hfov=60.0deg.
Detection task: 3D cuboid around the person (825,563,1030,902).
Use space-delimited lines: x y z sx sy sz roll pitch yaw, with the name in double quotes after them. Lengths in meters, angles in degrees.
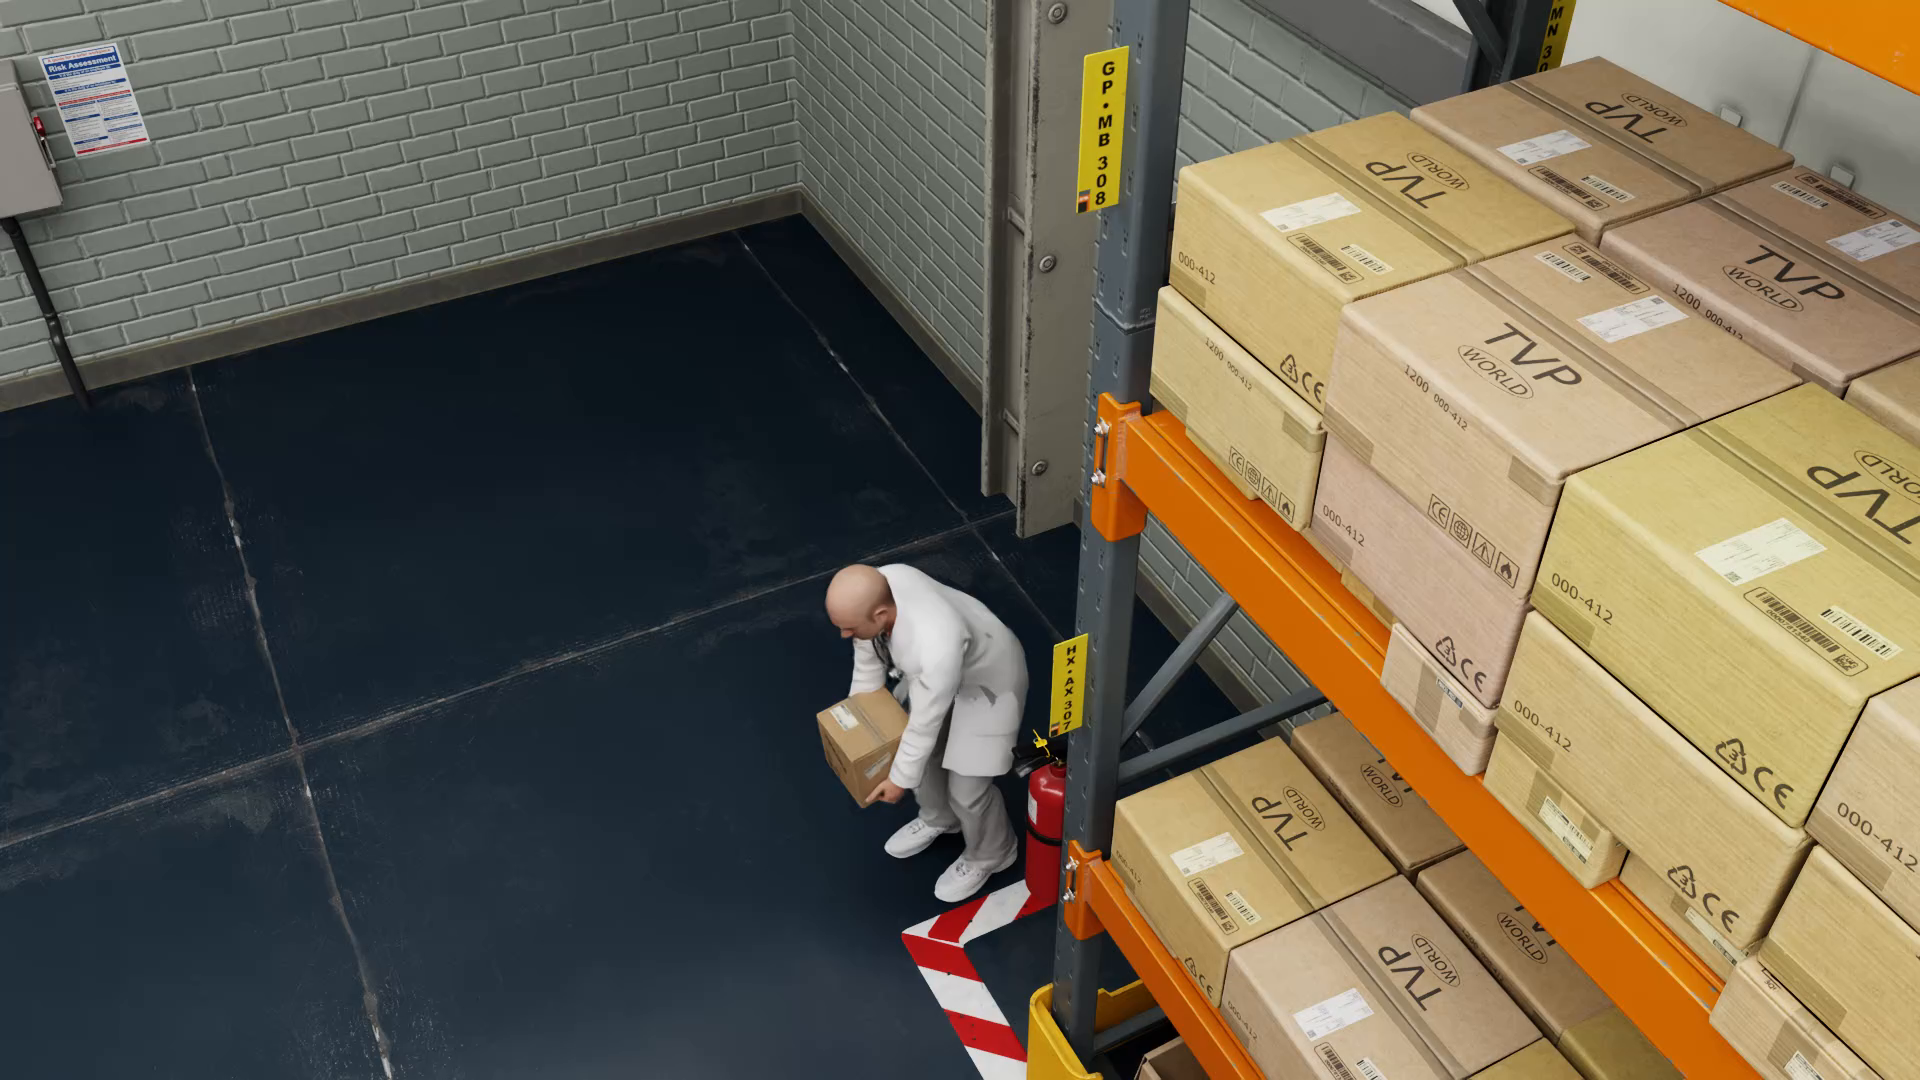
-0.113 0.597 5.610 0.717 1.608 0.546 -24 46 -26 "person"
